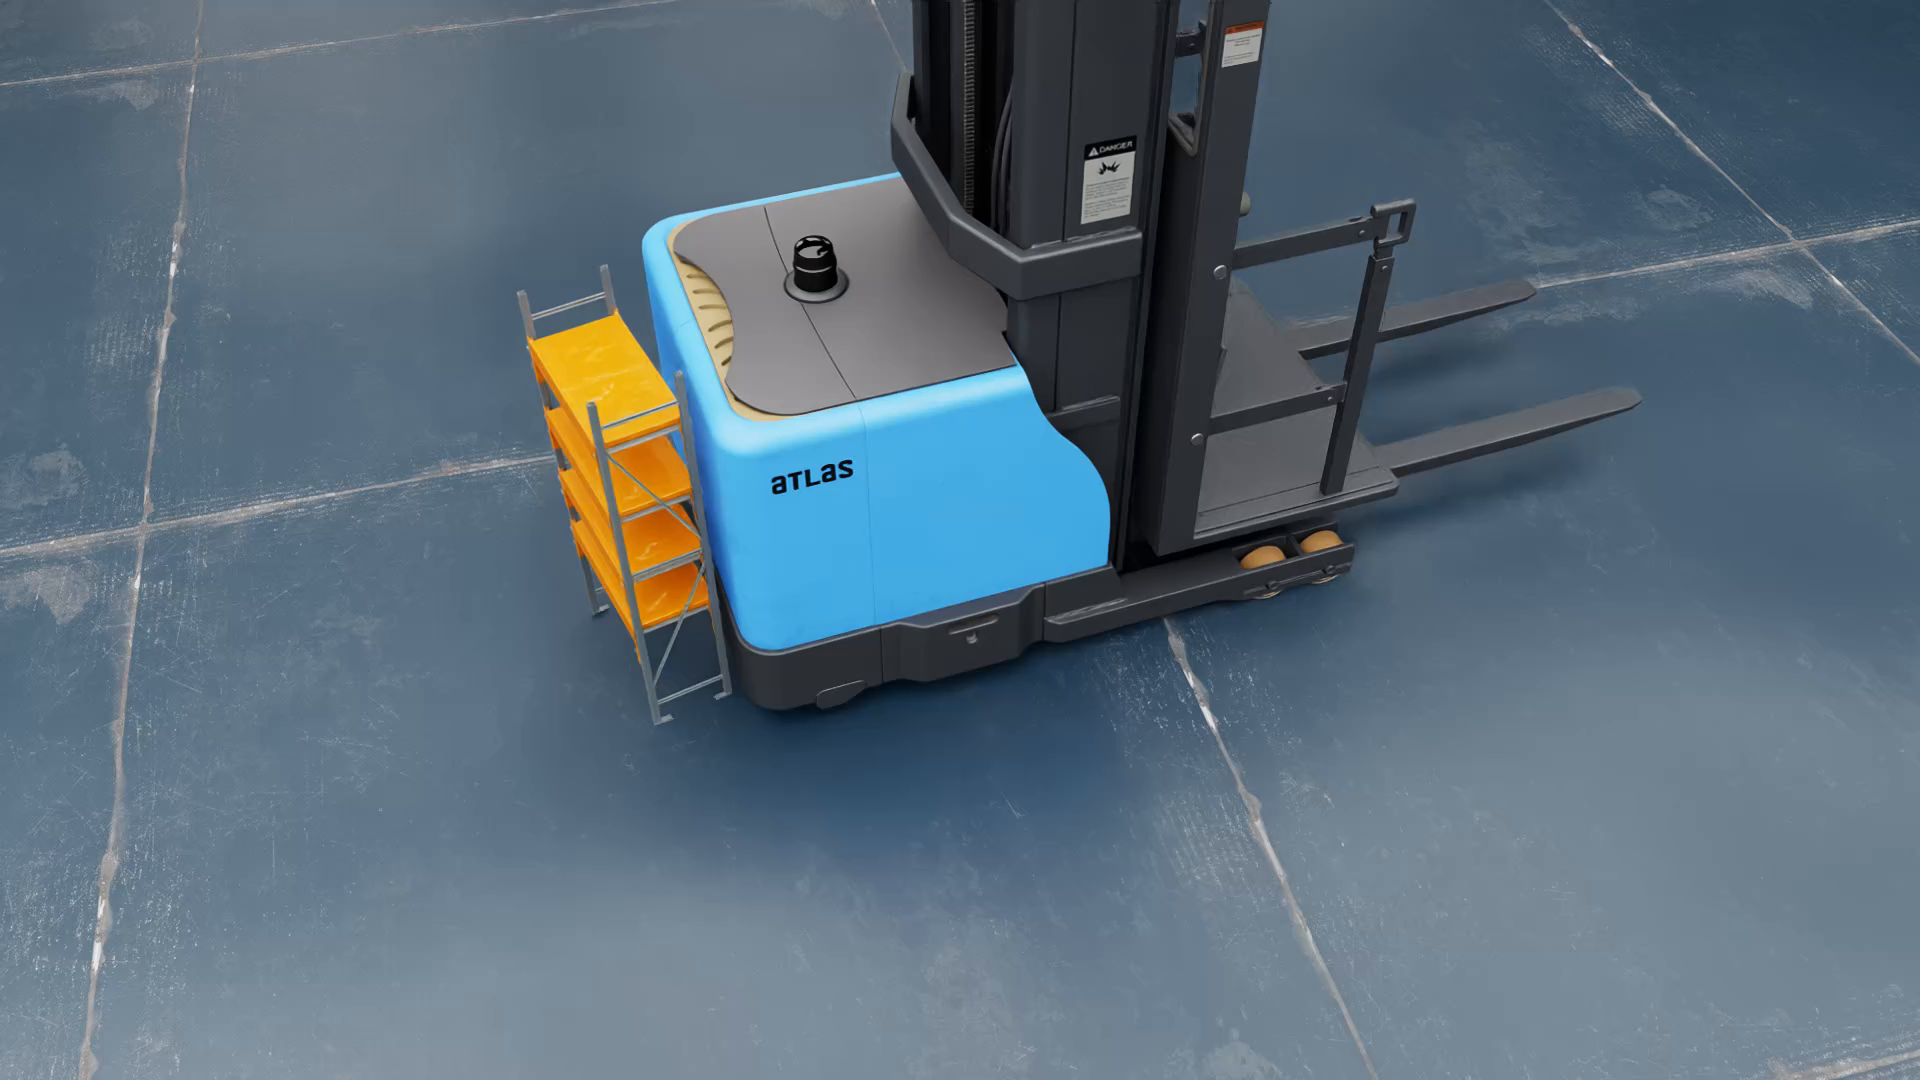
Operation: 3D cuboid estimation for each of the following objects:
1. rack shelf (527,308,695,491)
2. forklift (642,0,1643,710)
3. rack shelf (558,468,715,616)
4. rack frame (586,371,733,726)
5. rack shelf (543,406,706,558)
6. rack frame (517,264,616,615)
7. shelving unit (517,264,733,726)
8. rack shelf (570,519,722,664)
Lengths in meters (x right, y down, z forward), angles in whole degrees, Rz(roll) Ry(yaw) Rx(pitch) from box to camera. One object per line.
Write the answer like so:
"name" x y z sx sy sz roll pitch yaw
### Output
"rack shelf" -0.887 -0.364 4.216 0.258 0.148 0.480 -22 50 -20
"forklift" 0.676 -1.189 4.363 3.031 2.935 1.130 -14 47 -14
"rack shelf" -0.887 -0.042 4.545 0.258 0.148 0.480 -22 50 -20
"rack frame" -0.766 0.063 4.348 0.240 1.200 0.015 -22 50 -20
"rack shelf" -0.887 -0.198 4.385 0.258 0.148 0.480 -22 50 -20
"rack frame" -1.007 -0.240 4.645 0.240 1.200 0.015 -22 50 -20
"shelving unit" -0.887 -0.089 4.497 0.258 1.200 0.503 -22 50 -20
"rack shelf" -0.887 0.097 4.687 0.258 0.148 0.480 -22 50 -20
